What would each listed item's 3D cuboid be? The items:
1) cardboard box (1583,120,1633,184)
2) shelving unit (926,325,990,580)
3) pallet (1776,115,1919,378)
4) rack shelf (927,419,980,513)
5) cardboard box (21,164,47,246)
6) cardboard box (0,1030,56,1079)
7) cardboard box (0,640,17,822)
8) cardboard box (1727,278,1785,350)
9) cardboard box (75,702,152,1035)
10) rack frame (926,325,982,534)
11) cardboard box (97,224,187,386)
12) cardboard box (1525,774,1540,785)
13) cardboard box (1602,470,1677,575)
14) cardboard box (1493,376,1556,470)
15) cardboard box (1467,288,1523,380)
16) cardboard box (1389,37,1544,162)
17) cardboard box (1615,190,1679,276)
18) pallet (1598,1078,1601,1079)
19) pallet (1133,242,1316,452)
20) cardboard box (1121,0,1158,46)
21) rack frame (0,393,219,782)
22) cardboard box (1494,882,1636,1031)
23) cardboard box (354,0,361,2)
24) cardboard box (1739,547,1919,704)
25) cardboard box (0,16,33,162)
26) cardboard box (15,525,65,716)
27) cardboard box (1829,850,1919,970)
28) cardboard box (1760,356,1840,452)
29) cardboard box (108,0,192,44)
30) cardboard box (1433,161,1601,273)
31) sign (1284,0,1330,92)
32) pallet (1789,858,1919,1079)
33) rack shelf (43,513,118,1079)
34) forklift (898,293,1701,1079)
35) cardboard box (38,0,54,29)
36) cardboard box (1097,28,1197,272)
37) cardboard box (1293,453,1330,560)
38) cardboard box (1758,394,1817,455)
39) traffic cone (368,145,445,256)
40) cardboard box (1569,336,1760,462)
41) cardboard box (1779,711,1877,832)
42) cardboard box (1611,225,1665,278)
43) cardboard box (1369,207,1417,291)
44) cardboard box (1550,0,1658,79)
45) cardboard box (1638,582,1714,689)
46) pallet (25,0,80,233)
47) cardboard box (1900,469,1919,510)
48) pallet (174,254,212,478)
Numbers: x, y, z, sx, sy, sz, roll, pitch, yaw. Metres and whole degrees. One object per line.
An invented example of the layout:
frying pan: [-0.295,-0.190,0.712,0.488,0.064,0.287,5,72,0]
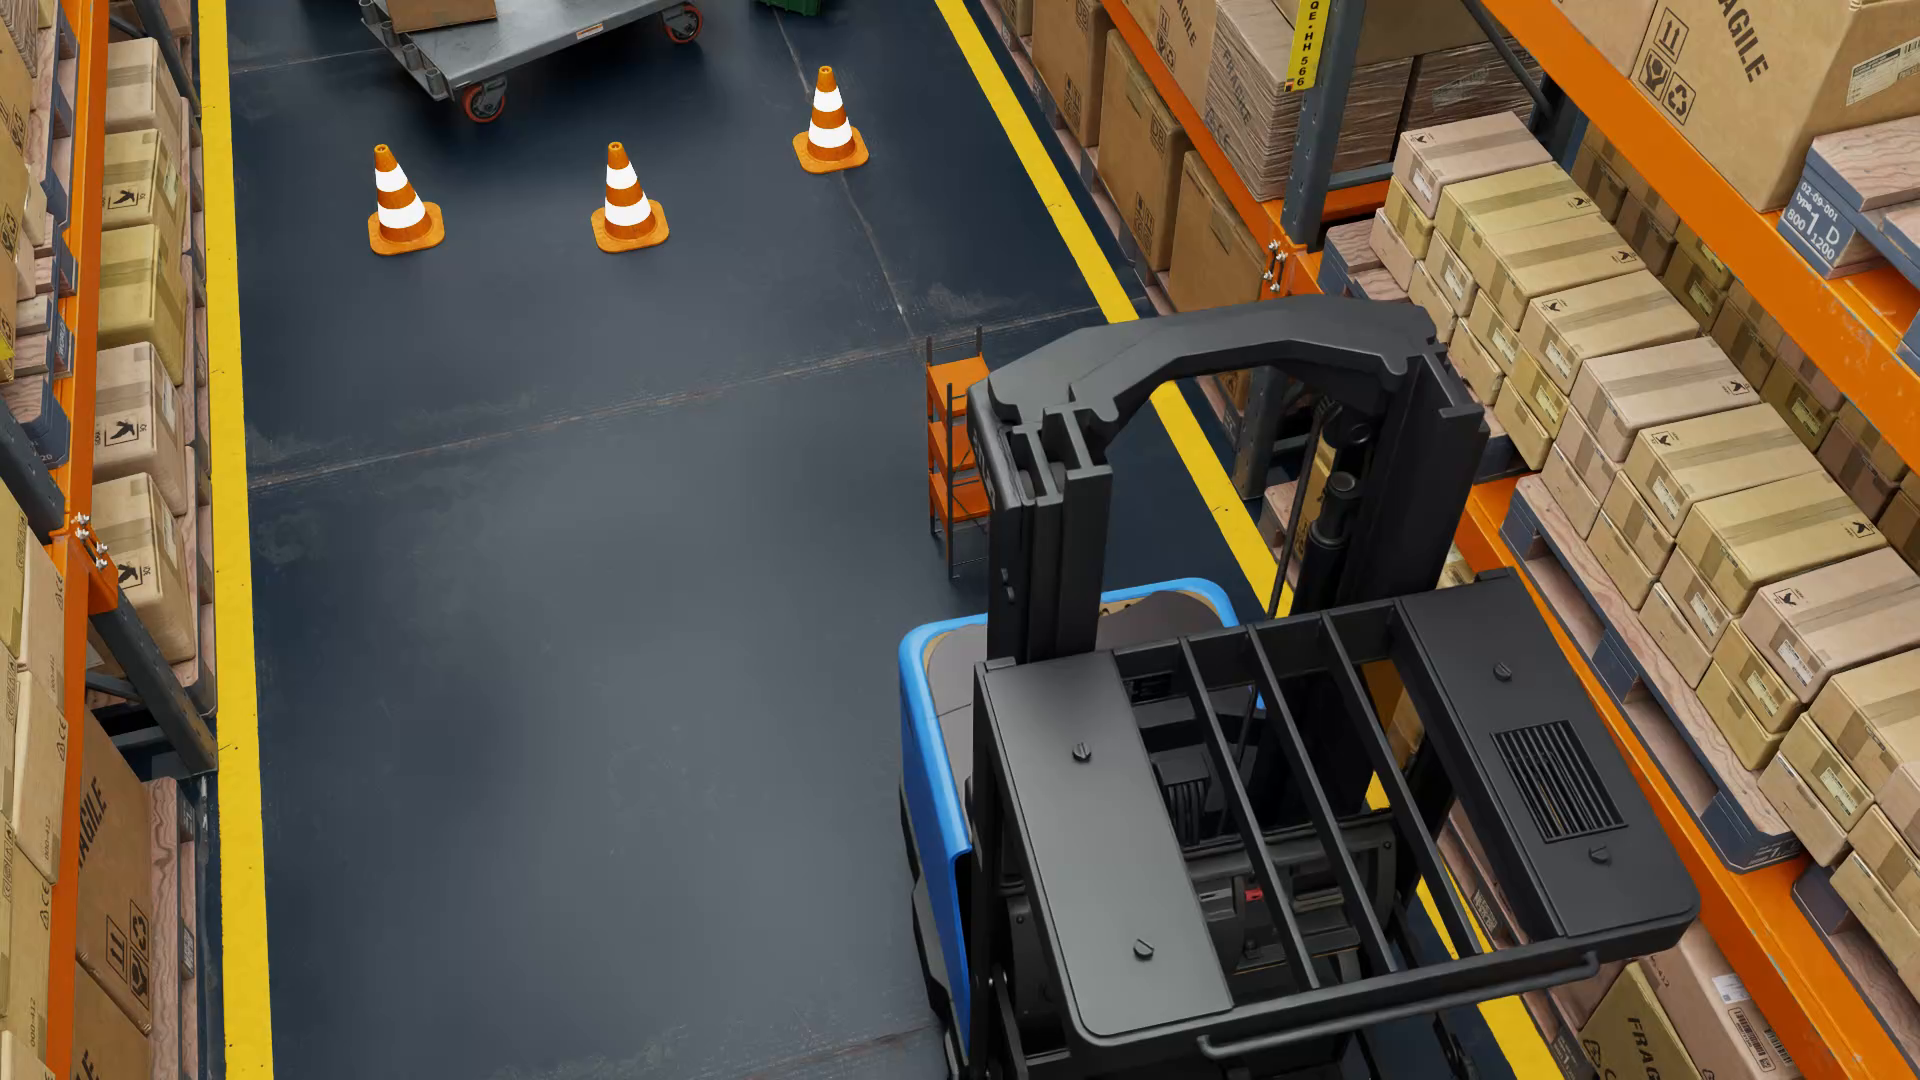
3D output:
cardboard box: [2.178,-1.268,5.147,0.380,0.149,0.250,-15,52,-12]
shelving unit: [0.016,-0.299,6.105,0.215,1.050,0.252,-13,51,-11]
pallet: [2.388,-0.493,3.154,1.213,0.211,1.003,-13,51,-11]
rack shelf: [0.016,-0.292,6.113,0.215,0.259,0.240,-13,51,-11]
cardboard box: [-3.172,-1.047,5.350,0.380,0.149,0.250,-13,51,-11]
cardboard box: [-2.228,1.383,3.510,0.500,0.250,0.500,-14,51,-12]
cardboard box: [-2.562,0.474,3.949,0.500,0.250,0.500,-14,51,-12]
cardboard box: [2.410,-0.699,4.667,0.380,0.149,0.250,-12,51,-10]
cardboard box: [-2.979,0.990,4.859,0.875,0.875,0.875,-14,51,-11]
rack frame: [-0.020,-0.388,6.180,0.200,1.050,0.008,-13,51,-11]
cardboard box: [-3.706,-0.879,6.763,0.950,0.372,0.625,-12,51,-10]
cardboard box: [1.852,0.445,5.072,0.500,0.250,0.500,-13,51,-11]
cardboard box: [1.928,-0.088,4.347,0.380,0.149,0.250,-14,51,-11]
cardboard box: [1.775,-0.368,4.778,0.380,0.149,0.250,-11,51,-9]
cardboard box: [1.711,-0.636,4.809,0.380,0.149,0.250,-15,51,-12]
cardboard box: [1.720,-1.697,5.943,0.500,0.500,0.500,-13,51,-11]
cardboard box: [2.257,-0.974,5.094,0.380,0.149,0.250,-12,51,-10]
pallet: [2.546,1.976,4.736,1.003,0.211,1.213,-13,51,-11]
pallet: [1.434,-0.970,7.220,1.003,0.211,1.213,-13,51,-11]
cardboard box: [0.911,-2.306,6.457,0.500,0.500,0.500,-14,51,-12]
rack frame: [-3.104,-0.083,4.648,1.000,3.000,0.127,-13,51,-11]
cardboard box: [2.020,1.082,5.026,0.500,0.500,0.500,-14,51,-12]
cardboard box: [-3.304,-3.290,8.985,0.500,0.500,0.500,18,52,14]
cardboard box: [2.088,0.198,3.911,0.380,0.149,0.250,-15,52,-13]
cardboard box: [-3.340,-1.493,5.302,0.500,0.500,0.500,-13,51,-10]
cardboard box: [-2.706,0.276,4.443,0.500,0.250,0.500,-15,51,-12]
cardboard box: [2.248,0.790,3.801,0.380,0.149,0.250,-16,52,-13]
cardboard box: [2.482,-0.417,4.625,0.380,0.149,0.250,-14,51,-11]
cardboard box: [-4.203,-2.746,8.416,0.500,0.250,0.500,-15,52,-13]
cardboard box: [1.629,-0.945,4.875,0.380,0.149,0.250,-15,51,-12]
sign: [1.066,-1.522,5.103,0.100,0.325,0.005,-13,51,-11]
pallet: [2.691,1.116,3.762,1.003,0.211,1.213,-13,51,-11]
rack shelf: [-2.512,1.609,3.692,1.077,0.370,4.000,-13,51,-11]
forklift: [0.620,1.029,3.755,1.130,2.935,3.031,-10,51,-8]
cardboard box: [-3.583,-1.997,6.151,0.380,0.149,0.250,-13,51,-11]
cardboard box: [1.239,-1.789,7.283,1.050,0.750,0.750,-13,51,-10]
cardboard box: [1.561,-0.032,5.965,0.500,0.500,0.500,-15,52,-13]
cardboard box: [2.480,-0.326,4.742,0.380,0.149,0.250,-15,52,-13]
traffic cone: [-2.582,-1.598,7.584,0.336,0.463,0.334,-13,51,-11]
cardboard box: [1.857,-0.374,4.394,0.380,0.149,0.250,-11,51,-9]
cardboard box: [2.161,0.486,3.863,0.380,0.149,0.250,-16,52,-13]
cardboard box: [2.252,-0.893,5.220,0.380,0.149,0.250,-13,51,-11]
cardboard box: [1.535,-0.958,5.275,0.380,0.149,0.250,-14,51,-11]
cardboard box: [1.665,-1.434,3.760,0.500,0.500,0.500,-13,51,-11]
cardboard box: [2.004,0.200,4.299,0.380,0.149,0.250,-15,51,-12]
pallet: [-3.728,-1.458,5.932,1.003,0.211,1.213,-13,51,-11]
cardboard box: [2.634,-0.133,4.190,0.380,0.149,0.250,-12,51,-10]
pallet: [-3.690,-0.645,6.945,1.003,0.211,1.213,-13,51,-11]
